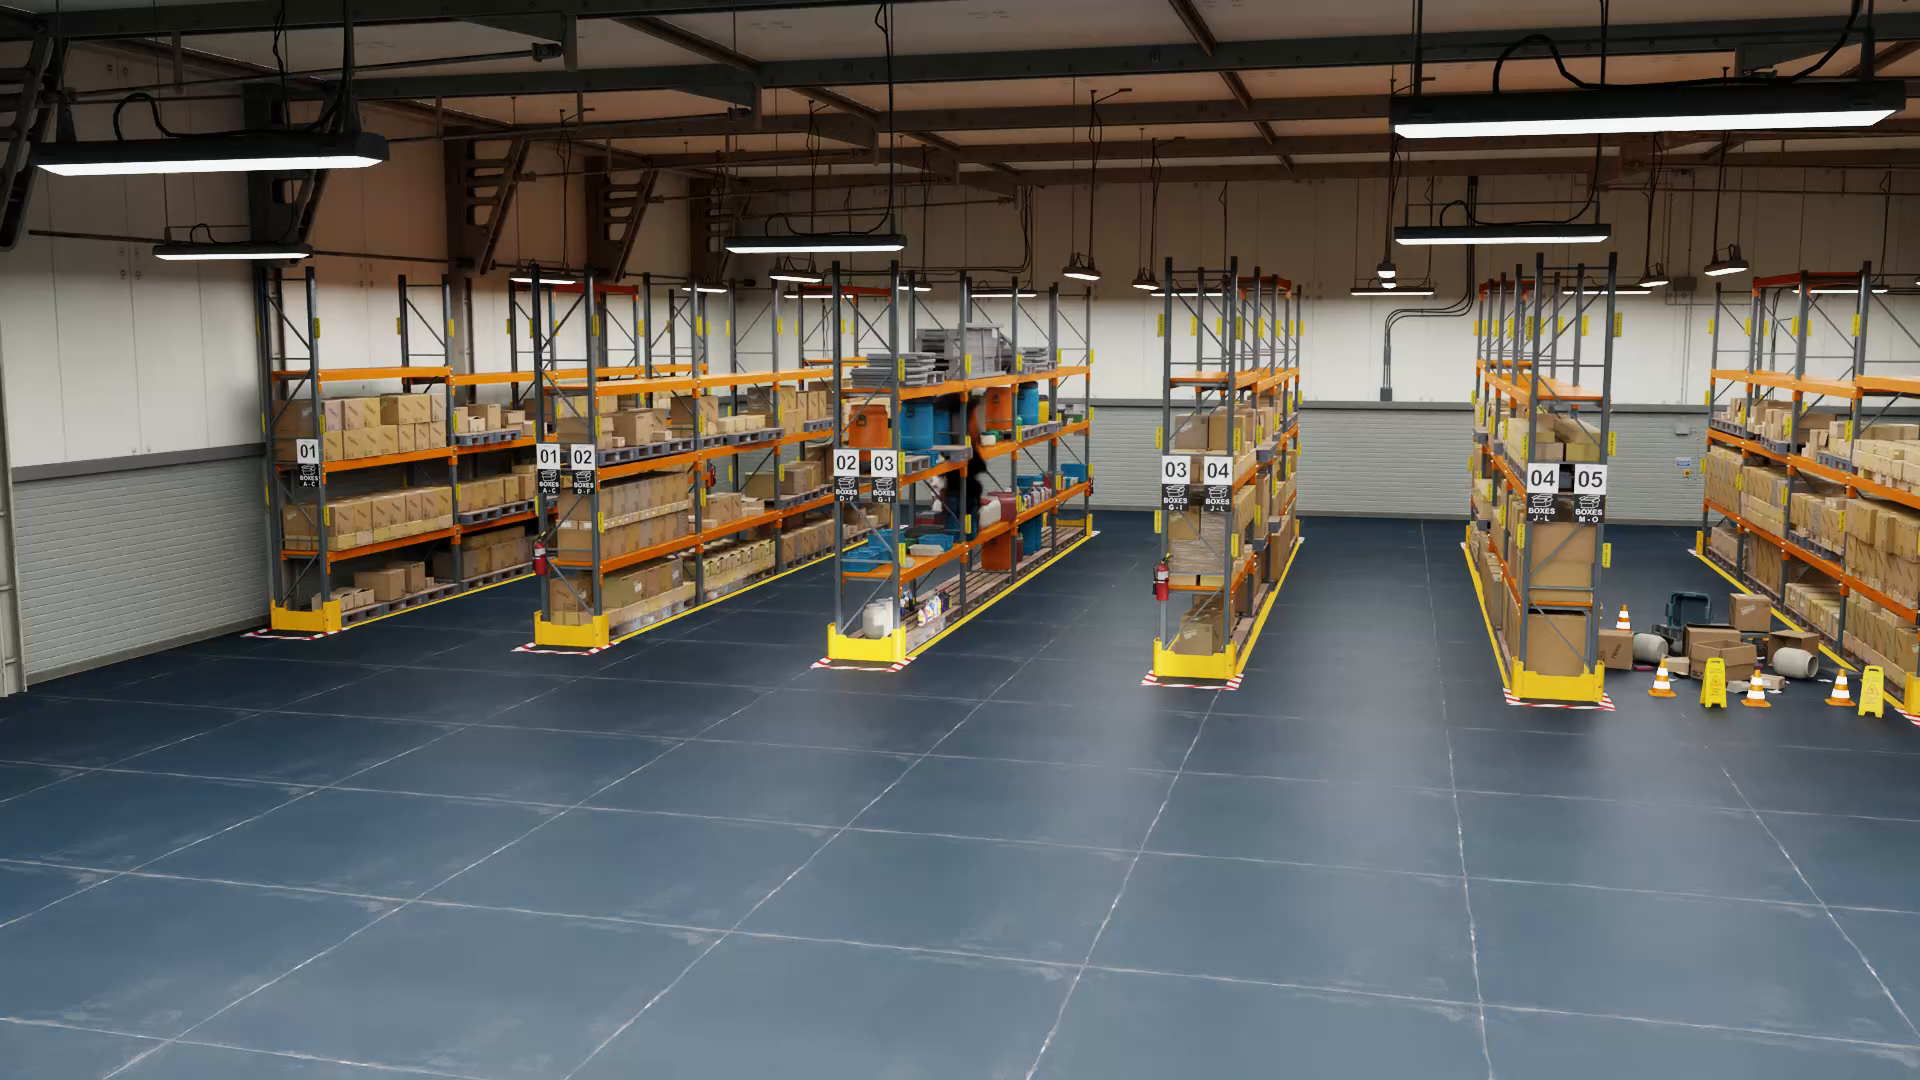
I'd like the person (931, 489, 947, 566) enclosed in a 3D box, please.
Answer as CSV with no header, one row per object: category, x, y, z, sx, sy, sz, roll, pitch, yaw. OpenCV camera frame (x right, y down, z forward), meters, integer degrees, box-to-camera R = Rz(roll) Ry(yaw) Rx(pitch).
person,-0.340,-0.290,35.504,0.616,1.632,0.599,1,7,9

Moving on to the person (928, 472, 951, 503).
person,-0.513,-1.103,41.390,0.606,1.813,0.760,0,7,-3

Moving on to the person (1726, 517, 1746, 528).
person,18.477,-0.865,39.397,0.697,1.768,0.675,-1,7,-7
